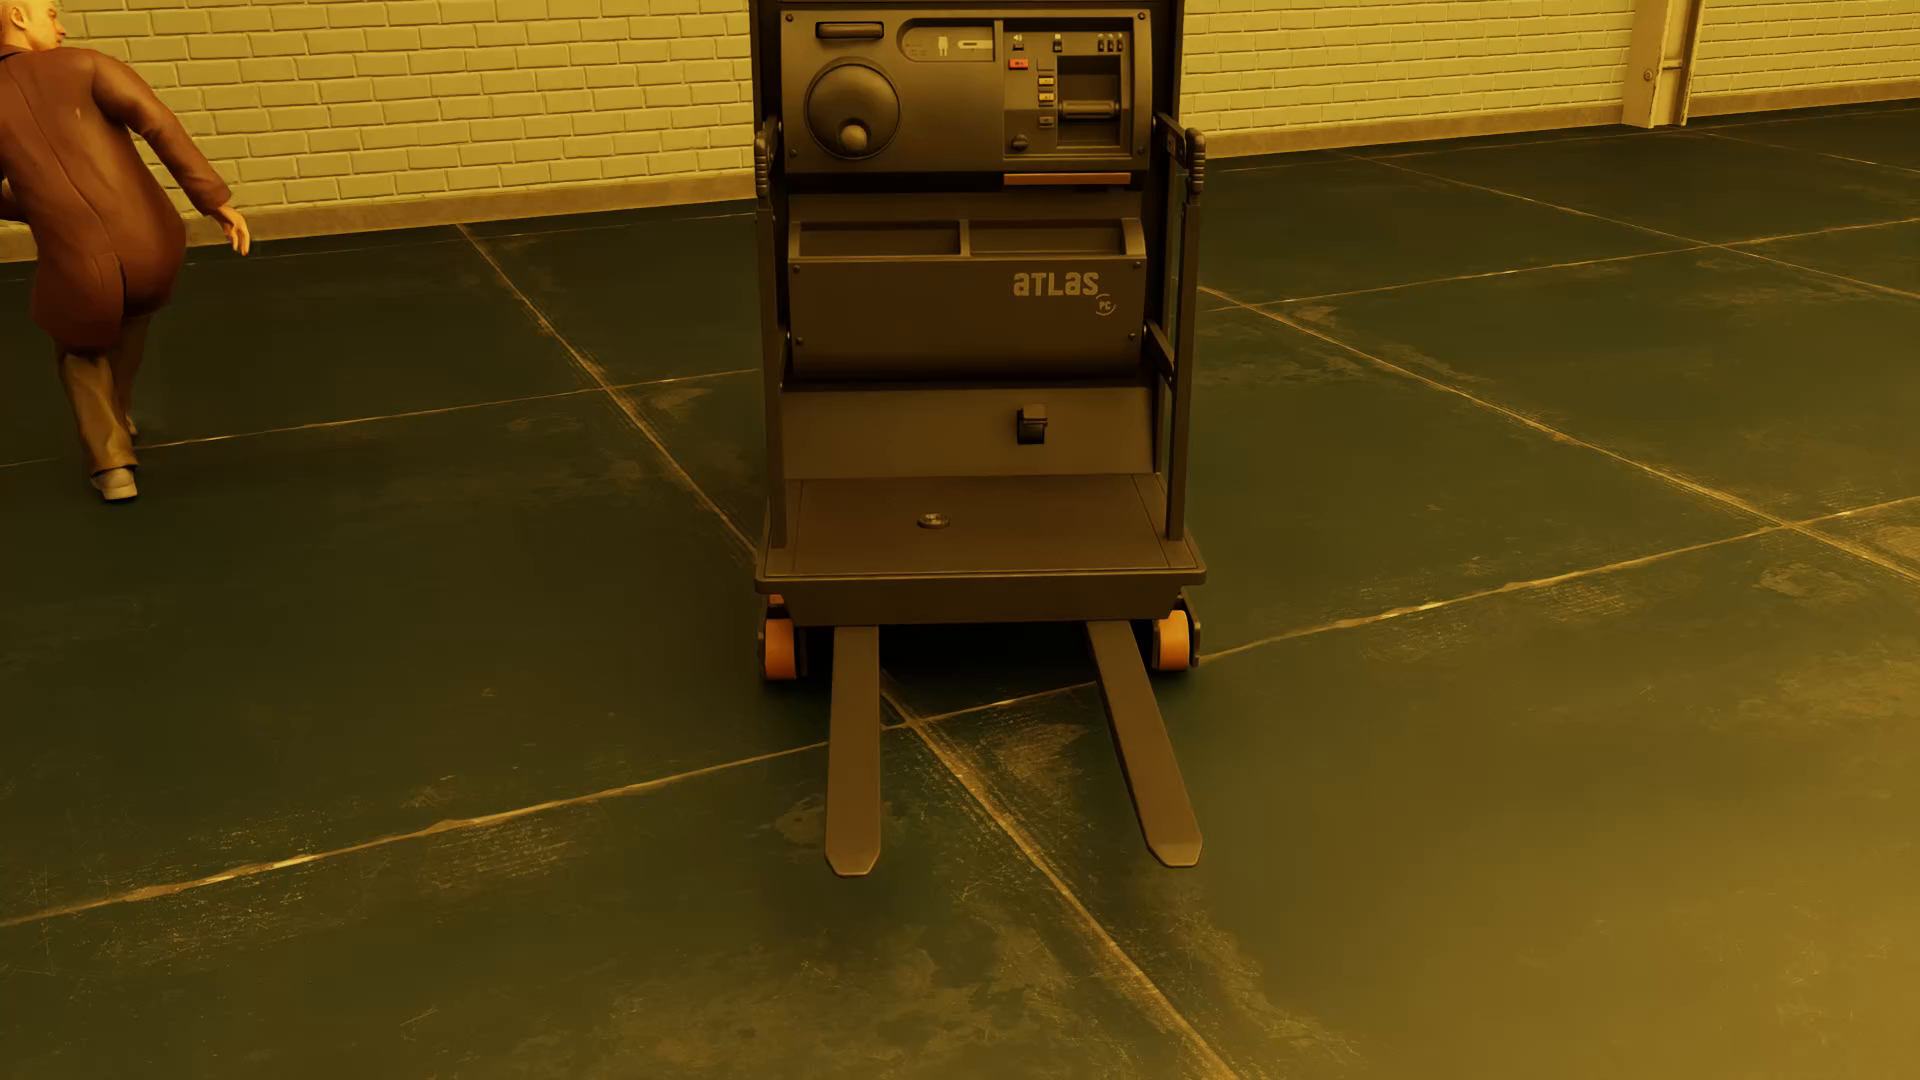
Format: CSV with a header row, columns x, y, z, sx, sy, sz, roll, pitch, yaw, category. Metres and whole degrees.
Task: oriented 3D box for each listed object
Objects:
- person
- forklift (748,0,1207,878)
x,y,z,sx,sy,sz,roll,pitch,yaw,category
-2.787,-0.998,5.461,0.804,1.604,0.818,-11,25,-24,person
0.030,-1.120,3.982,1.130,2.935,3.031,-1,23,-3,forklift
